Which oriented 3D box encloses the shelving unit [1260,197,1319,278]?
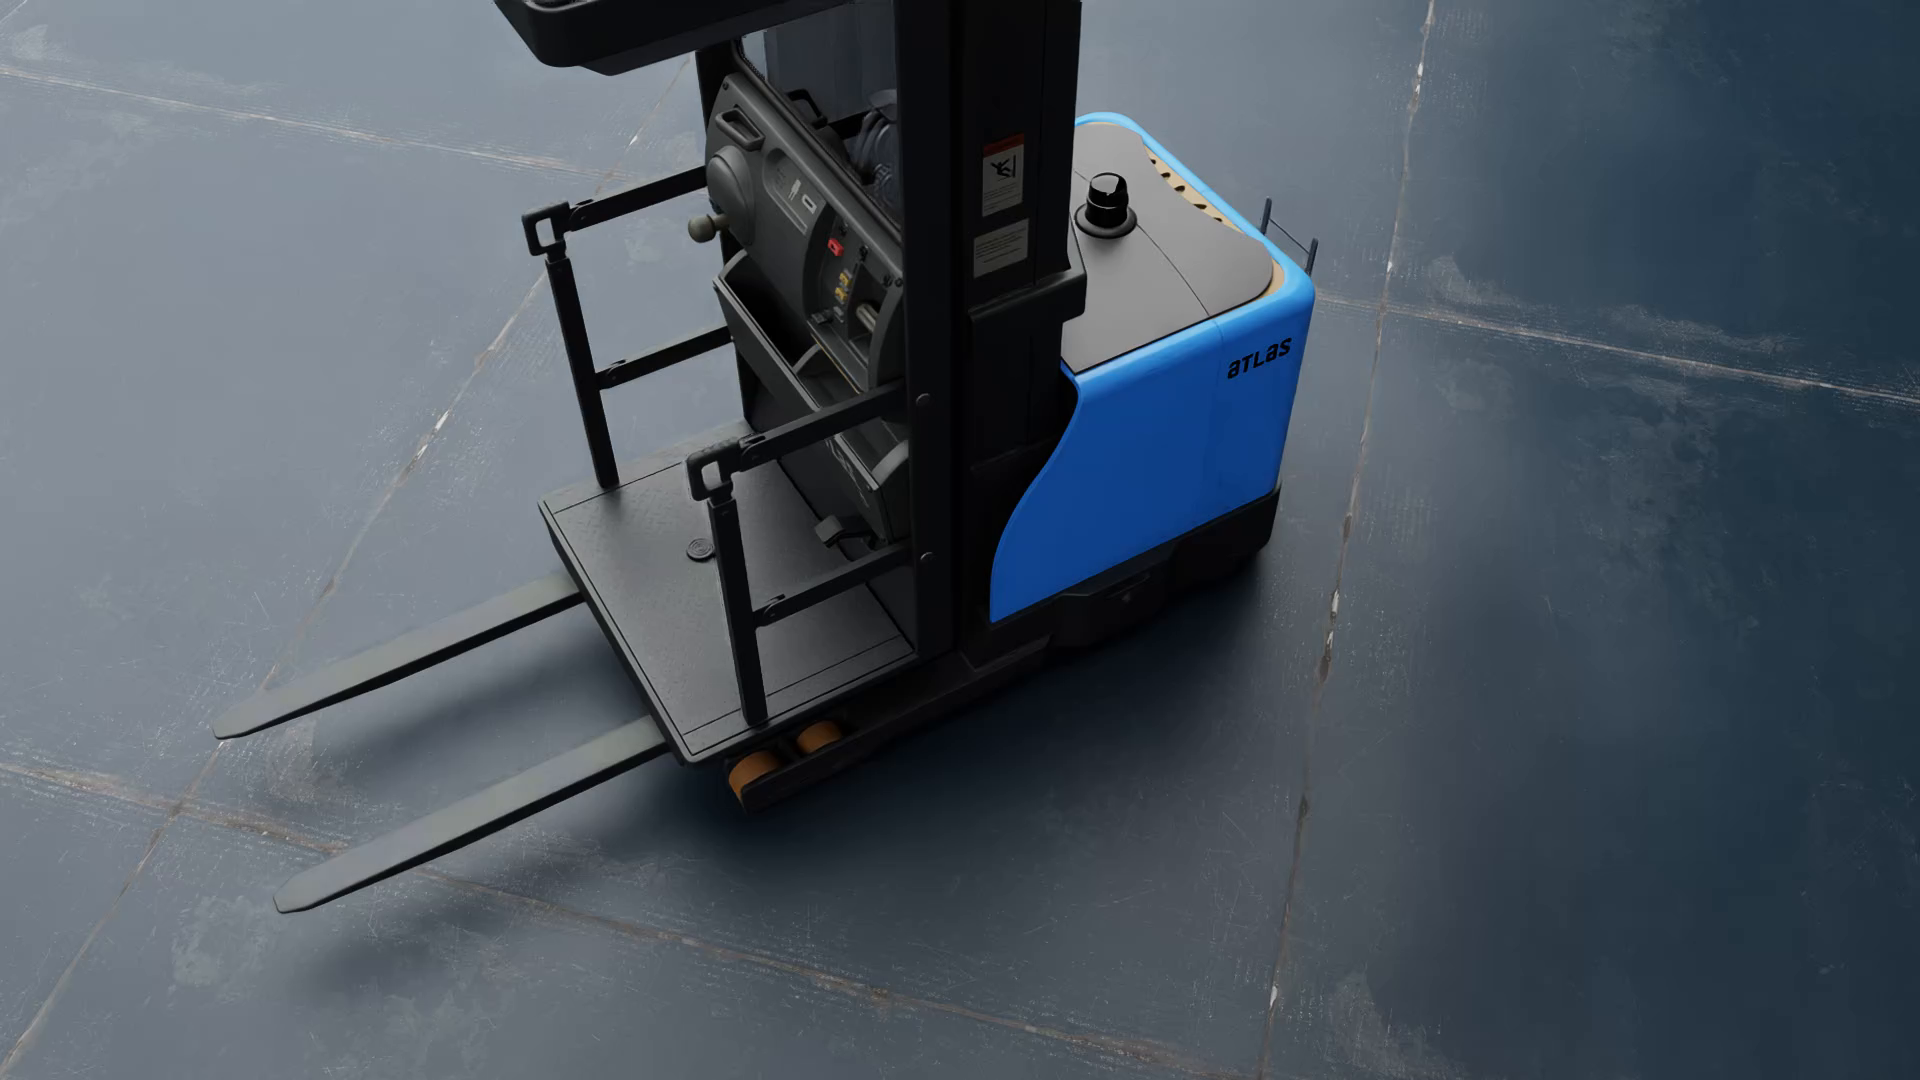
[{"bbox_3d":[0.878,-0.605,5.180,0.210,0.900,0.258,-23,52,-21],"label":"shelving unit"}]

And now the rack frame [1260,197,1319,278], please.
[{"bbox_3d":[0.966,-0.642,5.216,0.006,0.900,0.240,-23,52,-21],"label":"rack frame"}]

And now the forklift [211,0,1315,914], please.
[{"bbox_3d":[-0.561,-0.688,3.902,3.031,2.935,1.130,-24,53,-20],"label":"forklift"}]
